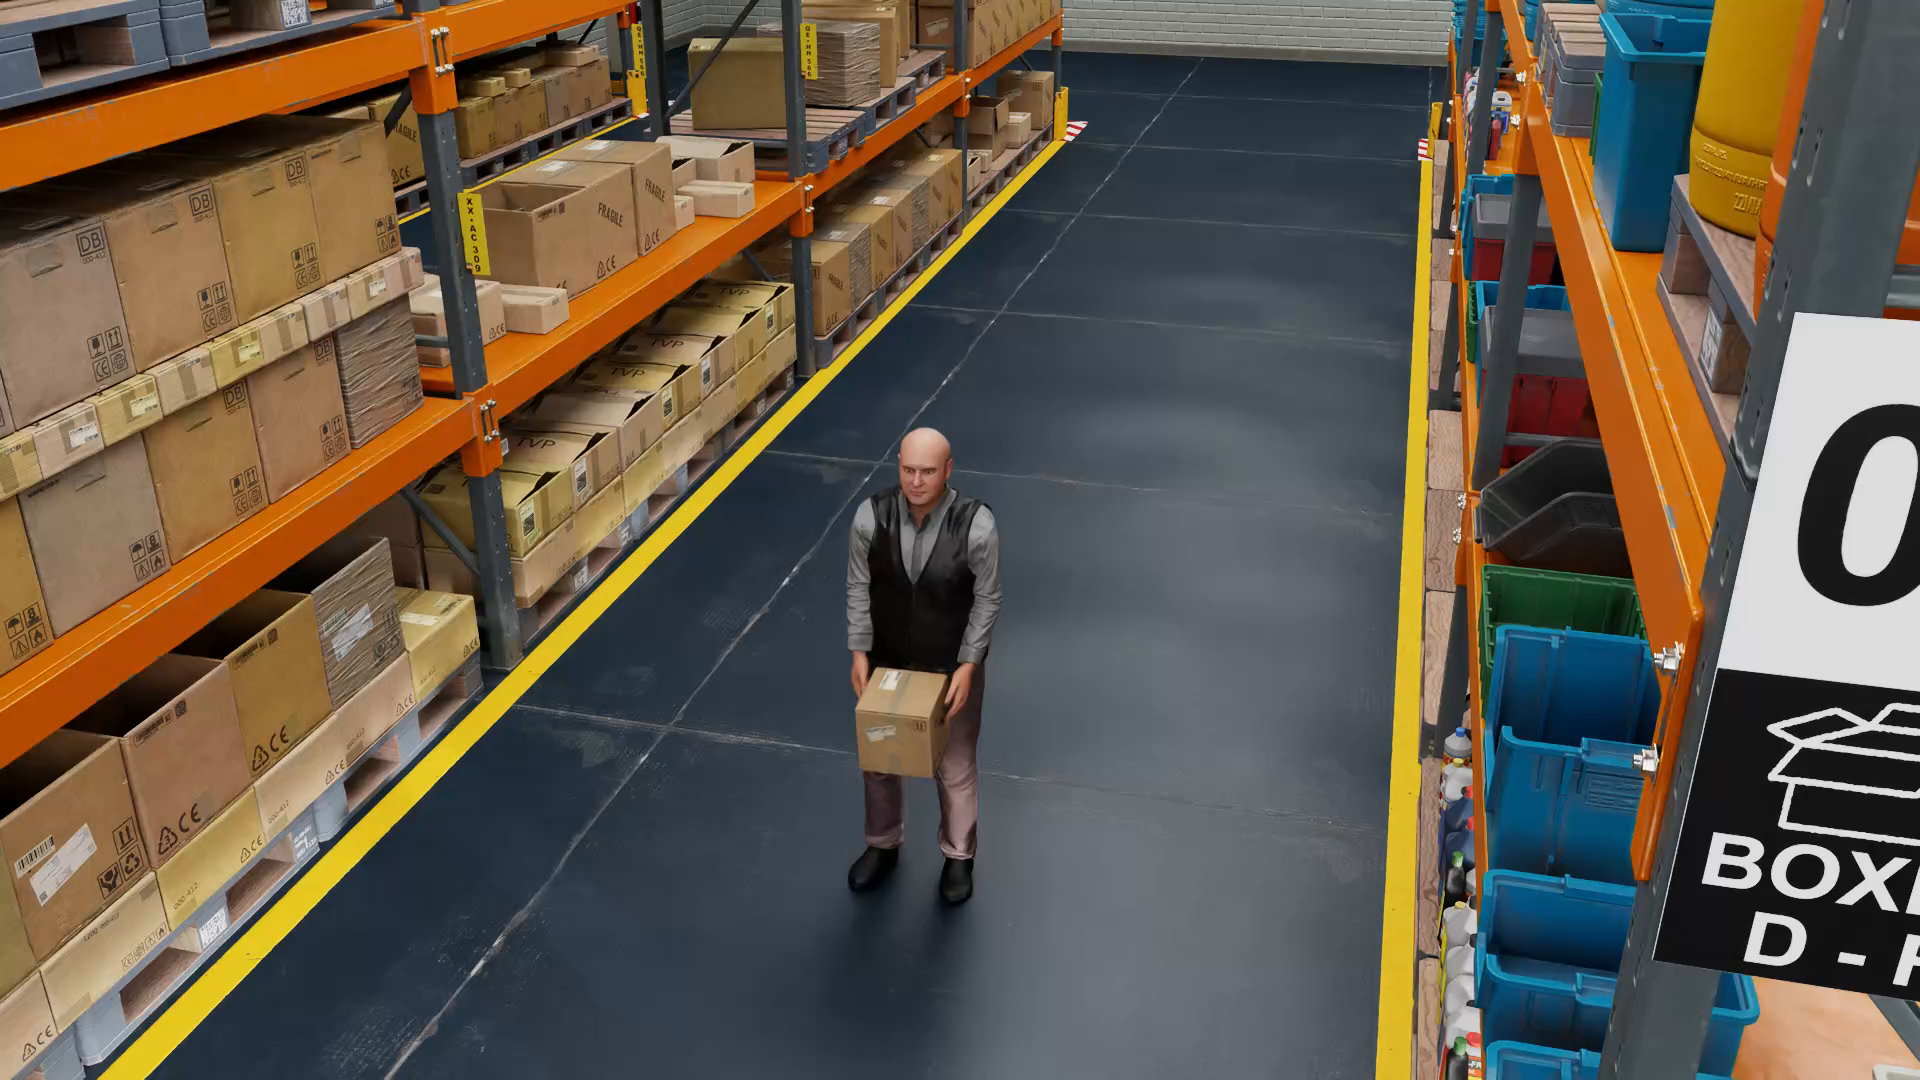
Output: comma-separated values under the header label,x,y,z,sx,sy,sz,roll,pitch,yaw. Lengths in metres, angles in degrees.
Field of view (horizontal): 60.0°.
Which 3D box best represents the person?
label,x,y,z,sx,sy,sz,roll,pitch,yaw
person,-0.126,0.433,5.707,0.546,1.728,0.470,6,26,12
